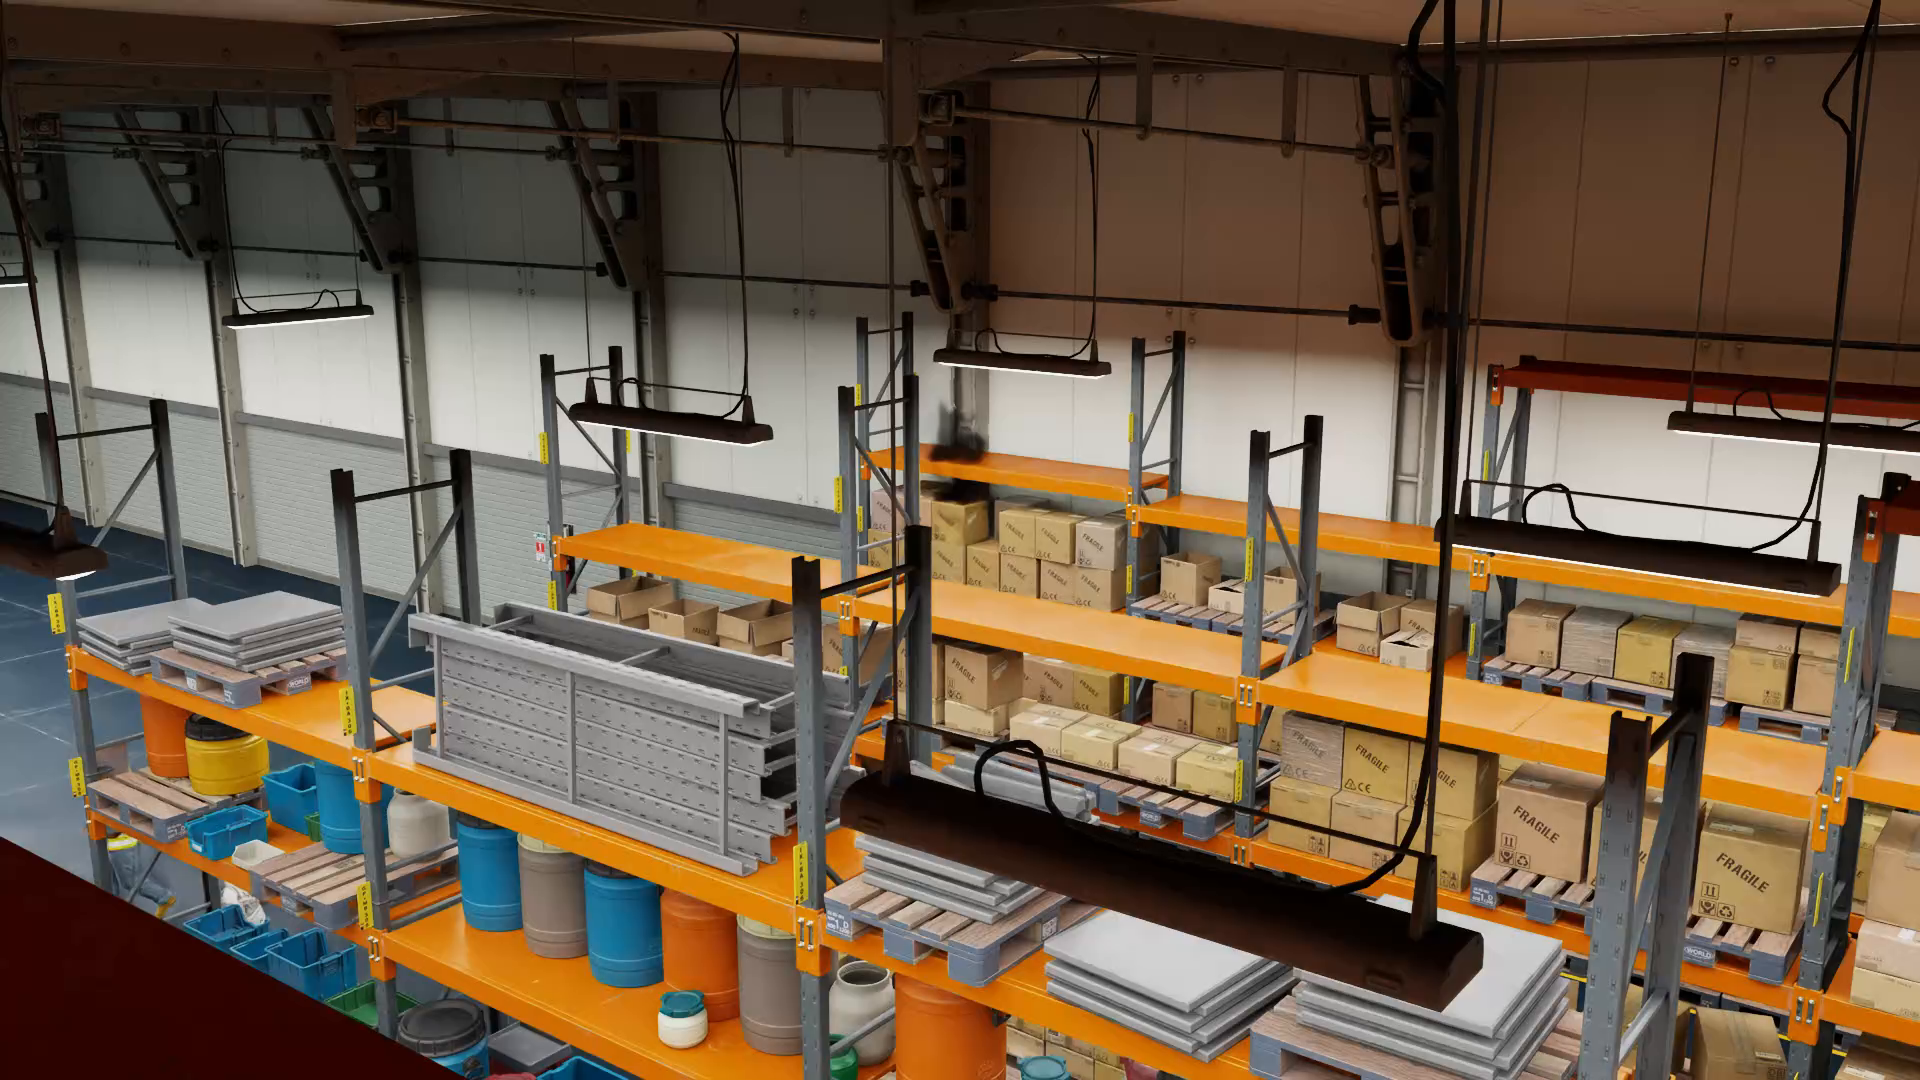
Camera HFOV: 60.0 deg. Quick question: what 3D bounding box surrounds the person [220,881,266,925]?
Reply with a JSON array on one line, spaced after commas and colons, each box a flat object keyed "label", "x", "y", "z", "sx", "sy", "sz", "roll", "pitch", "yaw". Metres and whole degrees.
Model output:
[{"label": "person", "x": -6.810, "y": 3.679, "z": 15.799, "sx": 0.517, "sy": 1.640, "sz": 0.638, "roll": 0, "pitch": 13, "yaw": -1}]

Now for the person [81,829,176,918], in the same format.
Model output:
[{"label": "person", "x": -8.804, "y": 3.201, "z": 17.467, "sx": 0.918, "sy": 1.761, "sz": 0.711, "roll": -6, "pitch": 14, "yaw": -23}]
